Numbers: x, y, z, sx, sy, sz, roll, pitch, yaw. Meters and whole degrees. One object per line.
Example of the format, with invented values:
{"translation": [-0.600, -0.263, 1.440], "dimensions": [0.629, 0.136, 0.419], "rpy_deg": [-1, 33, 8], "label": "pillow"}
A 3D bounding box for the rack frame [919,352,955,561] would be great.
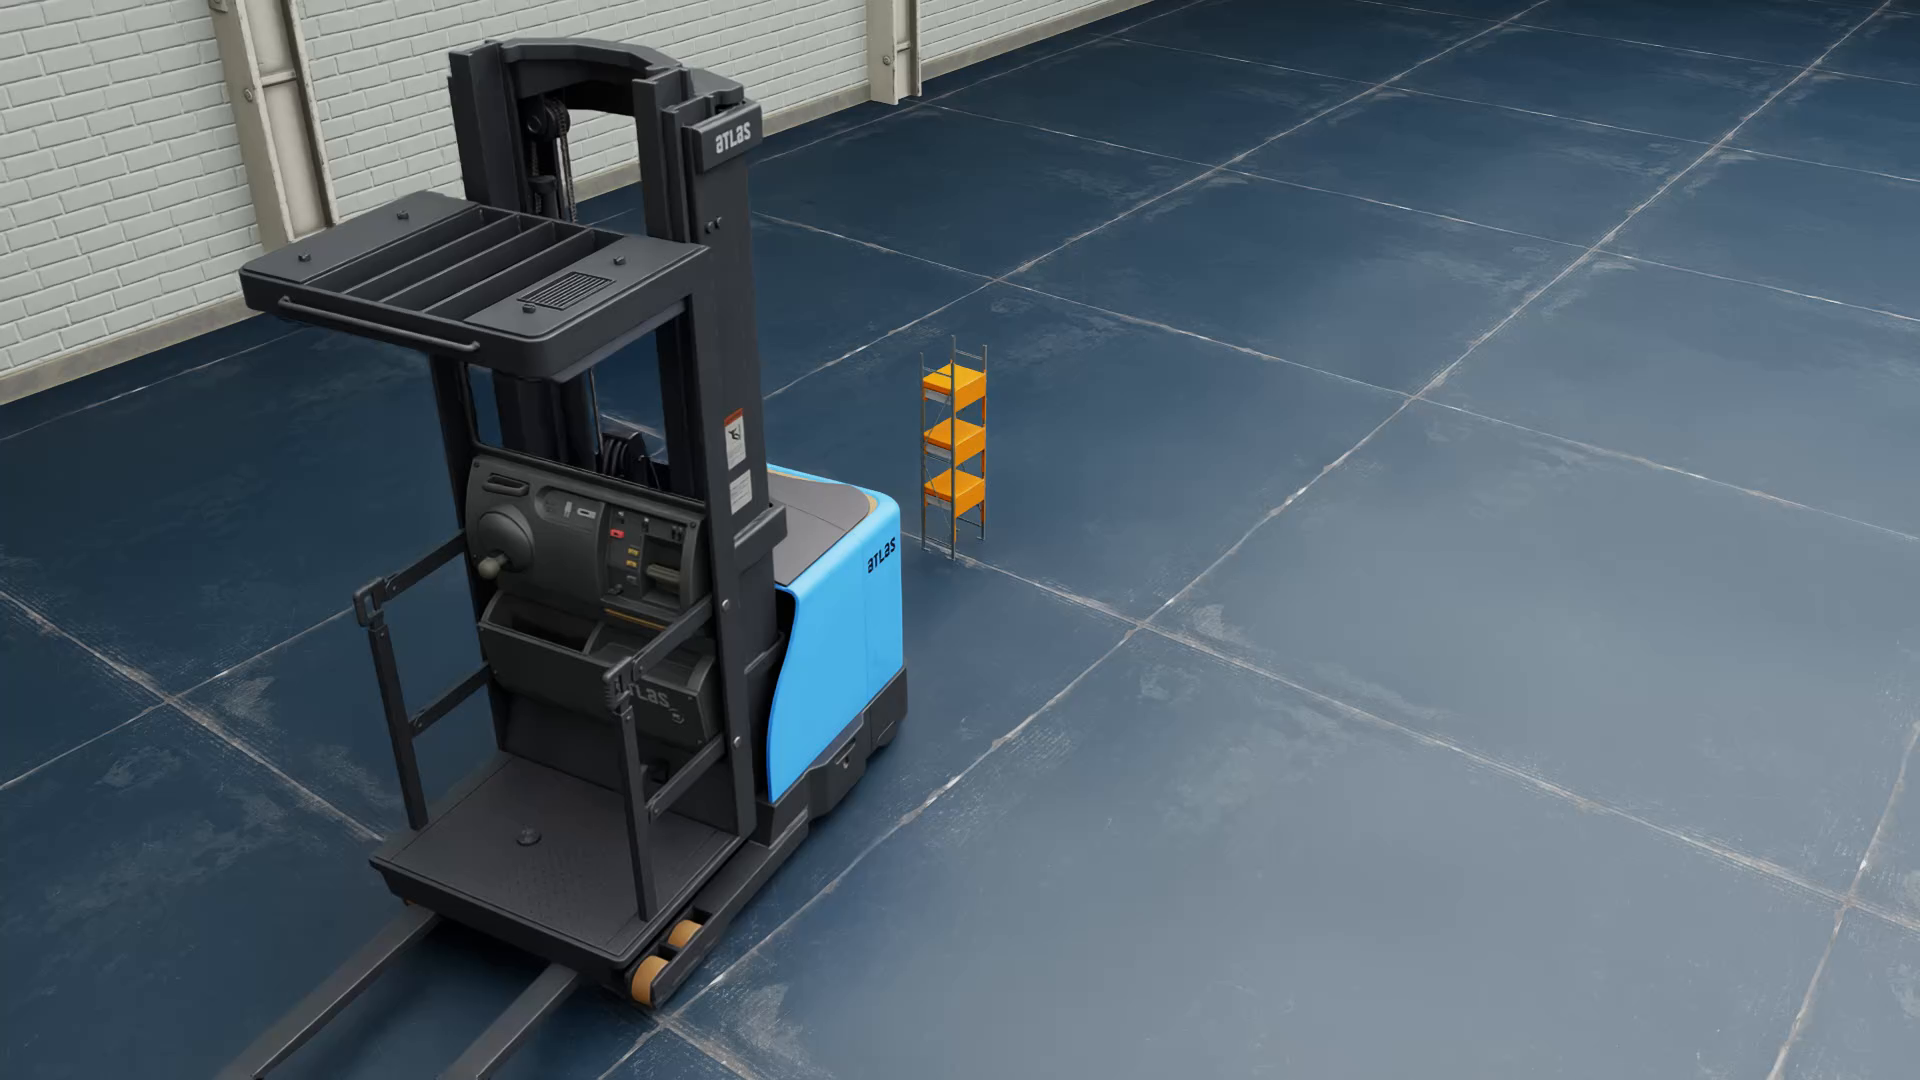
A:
{"translation": [-0.106, -0.380, 7.862], "dimensions": [0.200, 1.050, 0.008], "rpy_deg": [21, 37, 31], "label": "rack frame"}

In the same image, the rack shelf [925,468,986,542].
{"translation": [-0.032, -0.182, 8.093], "dimensions": [0.215, 0.259, 0.240], "rpy_deg": [21, 37, 31], "label": "rack shelf"}

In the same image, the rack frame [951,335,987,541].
{"translation": [0.041, -0.479, 8.029], "dimensions": [0.200, 1.050, 0.008], "rpy_deg": [21, 37, 31], "label": "rack frame"}

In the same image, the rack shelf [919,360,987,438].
{"translation": [-0.032, -0.665, 7.806], "dimensions": [0.215, 0.259, 0.240], "rpy_deg": [21, 37, 31], "label": "rack shelf"}

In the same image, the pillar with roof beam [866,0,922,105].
{"translation": [2.847, -6.538, 10.455], "dimensions": [9.100, 9.000, 0.400], "rpy_deg": [21, 37, 31], "label": "pillar with roof beam"}

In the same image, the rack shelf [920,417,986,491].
{"translation": [-0.032, -0.421, 7.951], "dimensions": [0.215, 0.259, 0.240], "rpy_deg": [21, 37, 31], "label": "rack shelf"}

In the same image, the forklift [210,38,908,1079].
{"translation": [-1.341, 0.049, 5.293], "dimensions": [1.130, 2.935, 3.031], "rpy_deg": [15, 34, 23], "label": "forklift"}

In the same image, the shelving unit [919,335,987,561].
{"translation": [-0.032, -0.430, 7.946], "dimensions": [0.215, 1.050, 0.252], "rpy_deg": [21, 37, 31], "label": "shelving unit"}

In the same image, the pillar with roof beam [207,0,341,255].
{"translation": [-0.775, -4.099, 6.340], "dimensions": [9.100, 9.000, 0.400], "rpy_deg": [21, 37, 31], "label": "pillar with roof beam"}
